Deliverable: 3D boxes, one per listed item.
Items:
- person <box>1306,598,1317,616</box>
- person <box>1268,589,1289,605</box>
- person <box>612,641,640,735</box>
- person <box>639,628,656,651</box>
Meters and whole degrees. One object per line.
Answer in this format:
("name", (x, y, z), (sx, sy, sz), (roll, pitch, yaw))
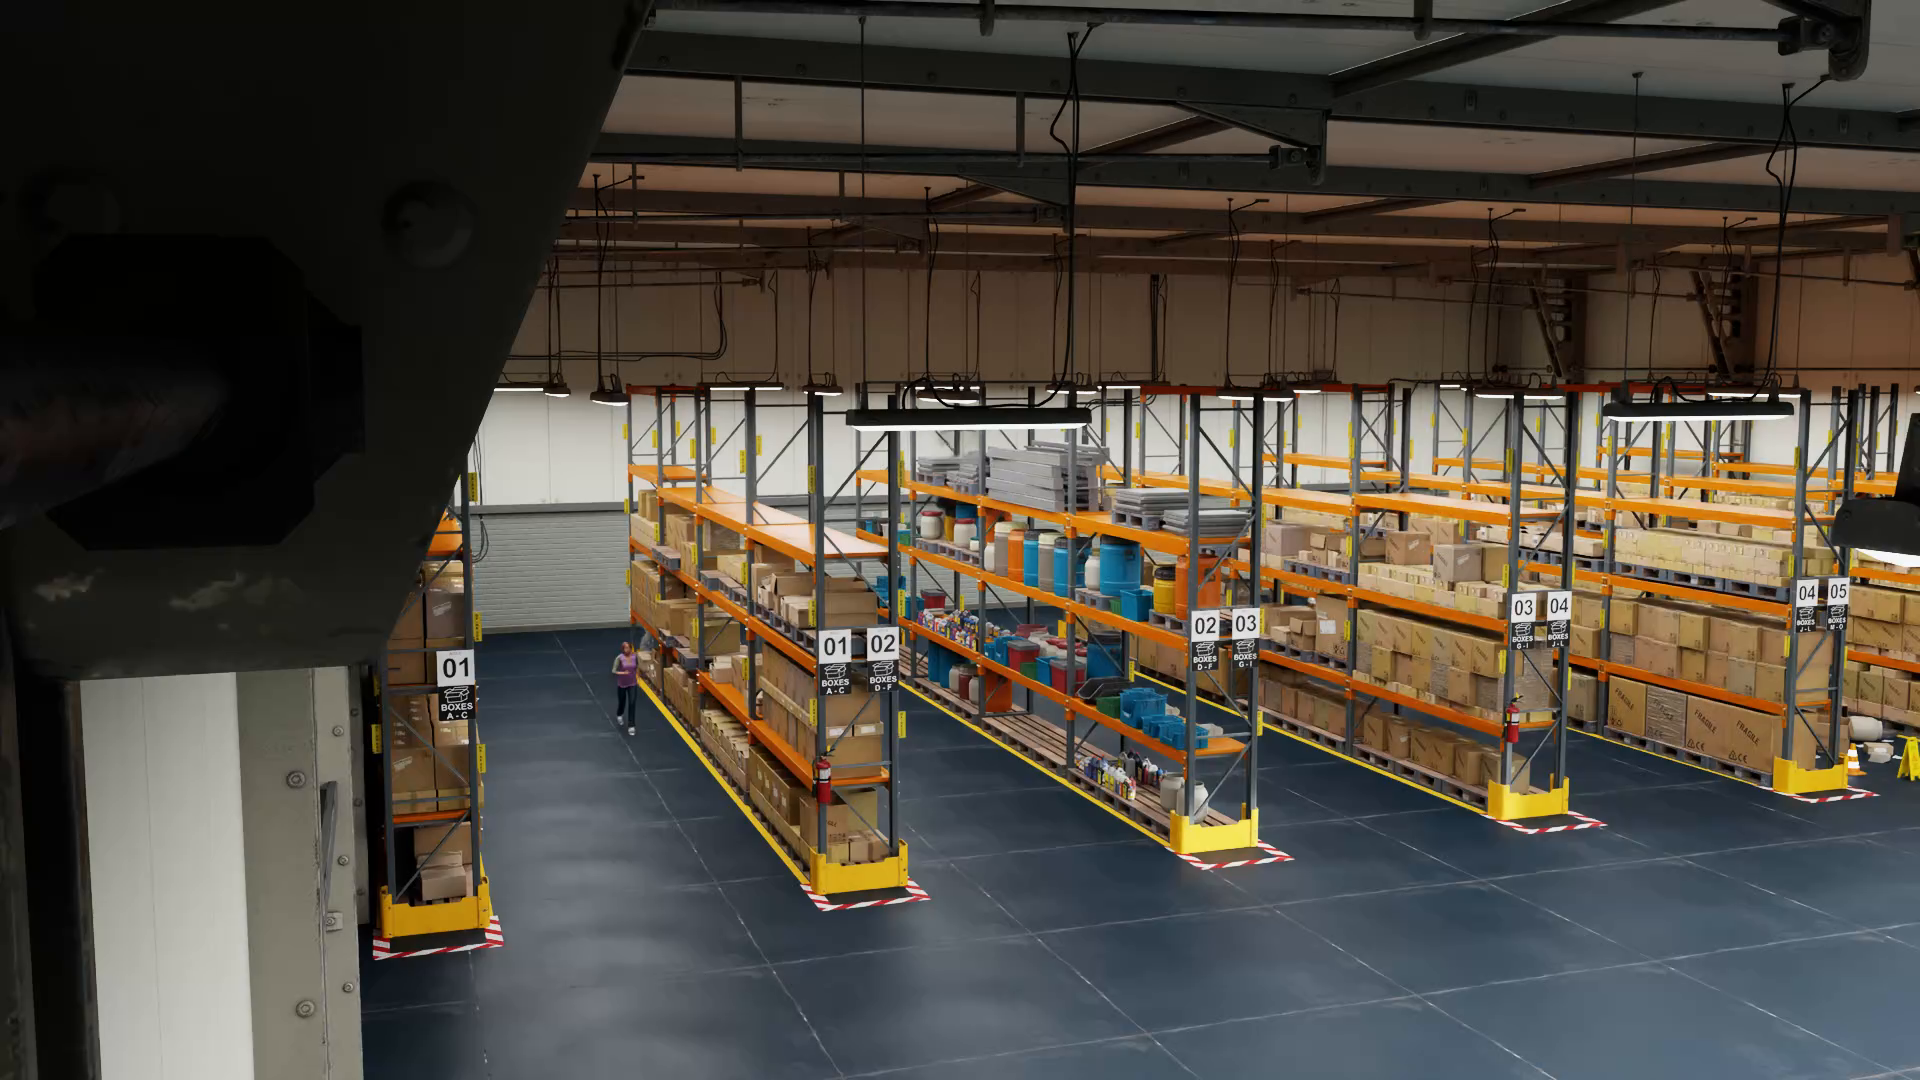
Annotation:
("person", (7.241, 1.976, 34.687), (0.593, 1.592, 0.667), (-2, 6, -20))
("person", (8.089, 1.137, 42.083), (0.625, 1.784, 0.762), (6, 8, 44))
("person", (-5.797, 2.546, 28.908), (0.537, 1.560, 0.874), (-3, 6, -24))
("person", (-6.882, 1.683, 37.008), (0.578, 1.660, 0.634), (1, 6, 8))
